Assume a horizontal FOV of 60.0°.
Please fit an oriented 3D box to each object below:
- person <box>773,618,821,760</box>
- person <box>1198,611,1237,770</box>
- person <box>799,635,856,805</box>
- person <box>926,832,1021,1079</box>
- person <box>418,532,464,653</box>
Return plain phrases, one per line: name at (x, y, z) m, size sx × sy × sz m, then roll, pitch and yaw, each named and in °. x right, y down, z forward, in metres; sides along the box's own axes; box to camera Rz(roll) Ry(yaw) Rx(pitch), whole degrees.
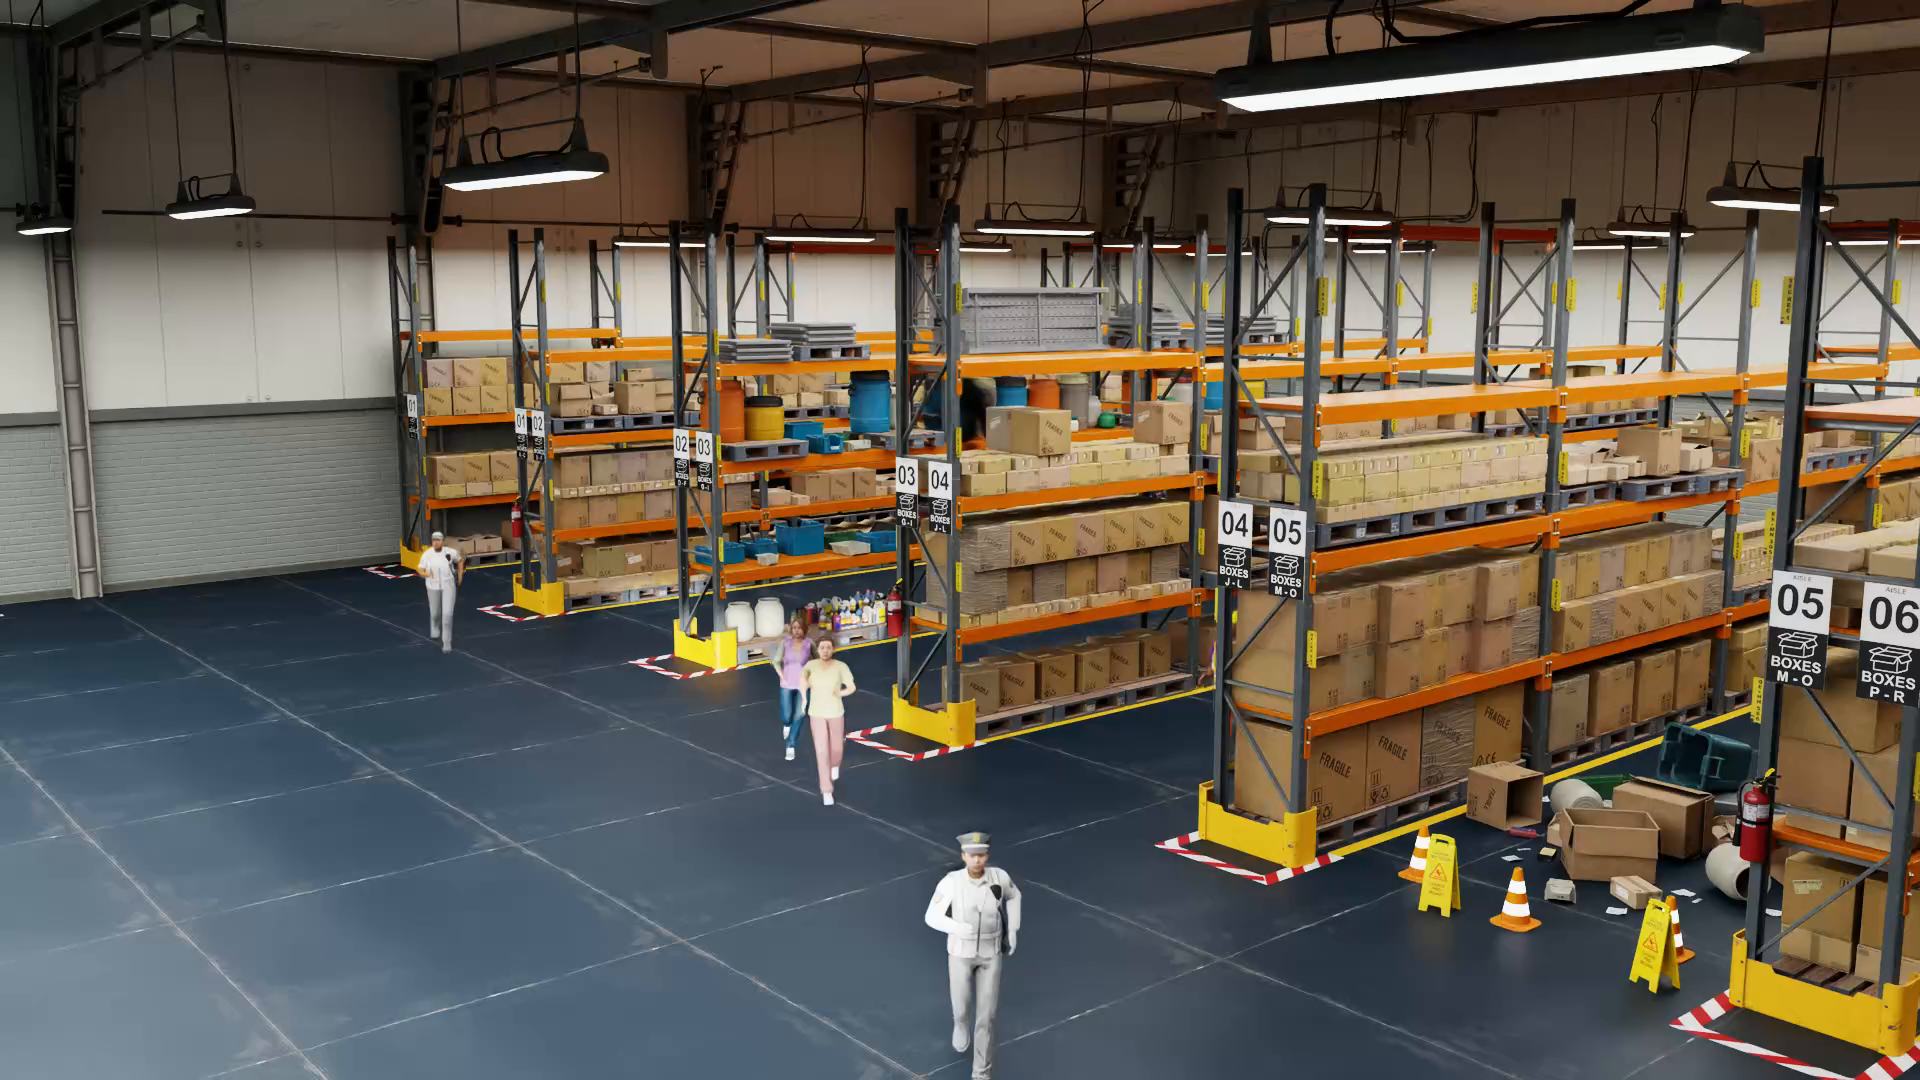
person at (-1.794, 1.609, 18.348) m, size 0.537 × 1.558 × 0.603 m, roll 0°, pitch 9°, yaw -3°
person at (2.867, 1.606, 17.681) m, size 0.569 × 1.721 × 0.674 m, roll -8°, pitch 12°, yaw -42°
person at (-1.338, 1.762, 16.795) m, size 0.579 × 1.650 × 0.913 m, roll -1°, pitch 9°, yaw -3°
person at (0.095, 2.672, 10.760) m, size 0.644 × 1.685 × 0.907 m, roll -1°, pitch 9°, yaw -5°
person at (-7.417, 0.706, 23.807) m, size 0.615 × 1.693 × 0.933 m, roll -2°, pitch 9°, yaw -12°
